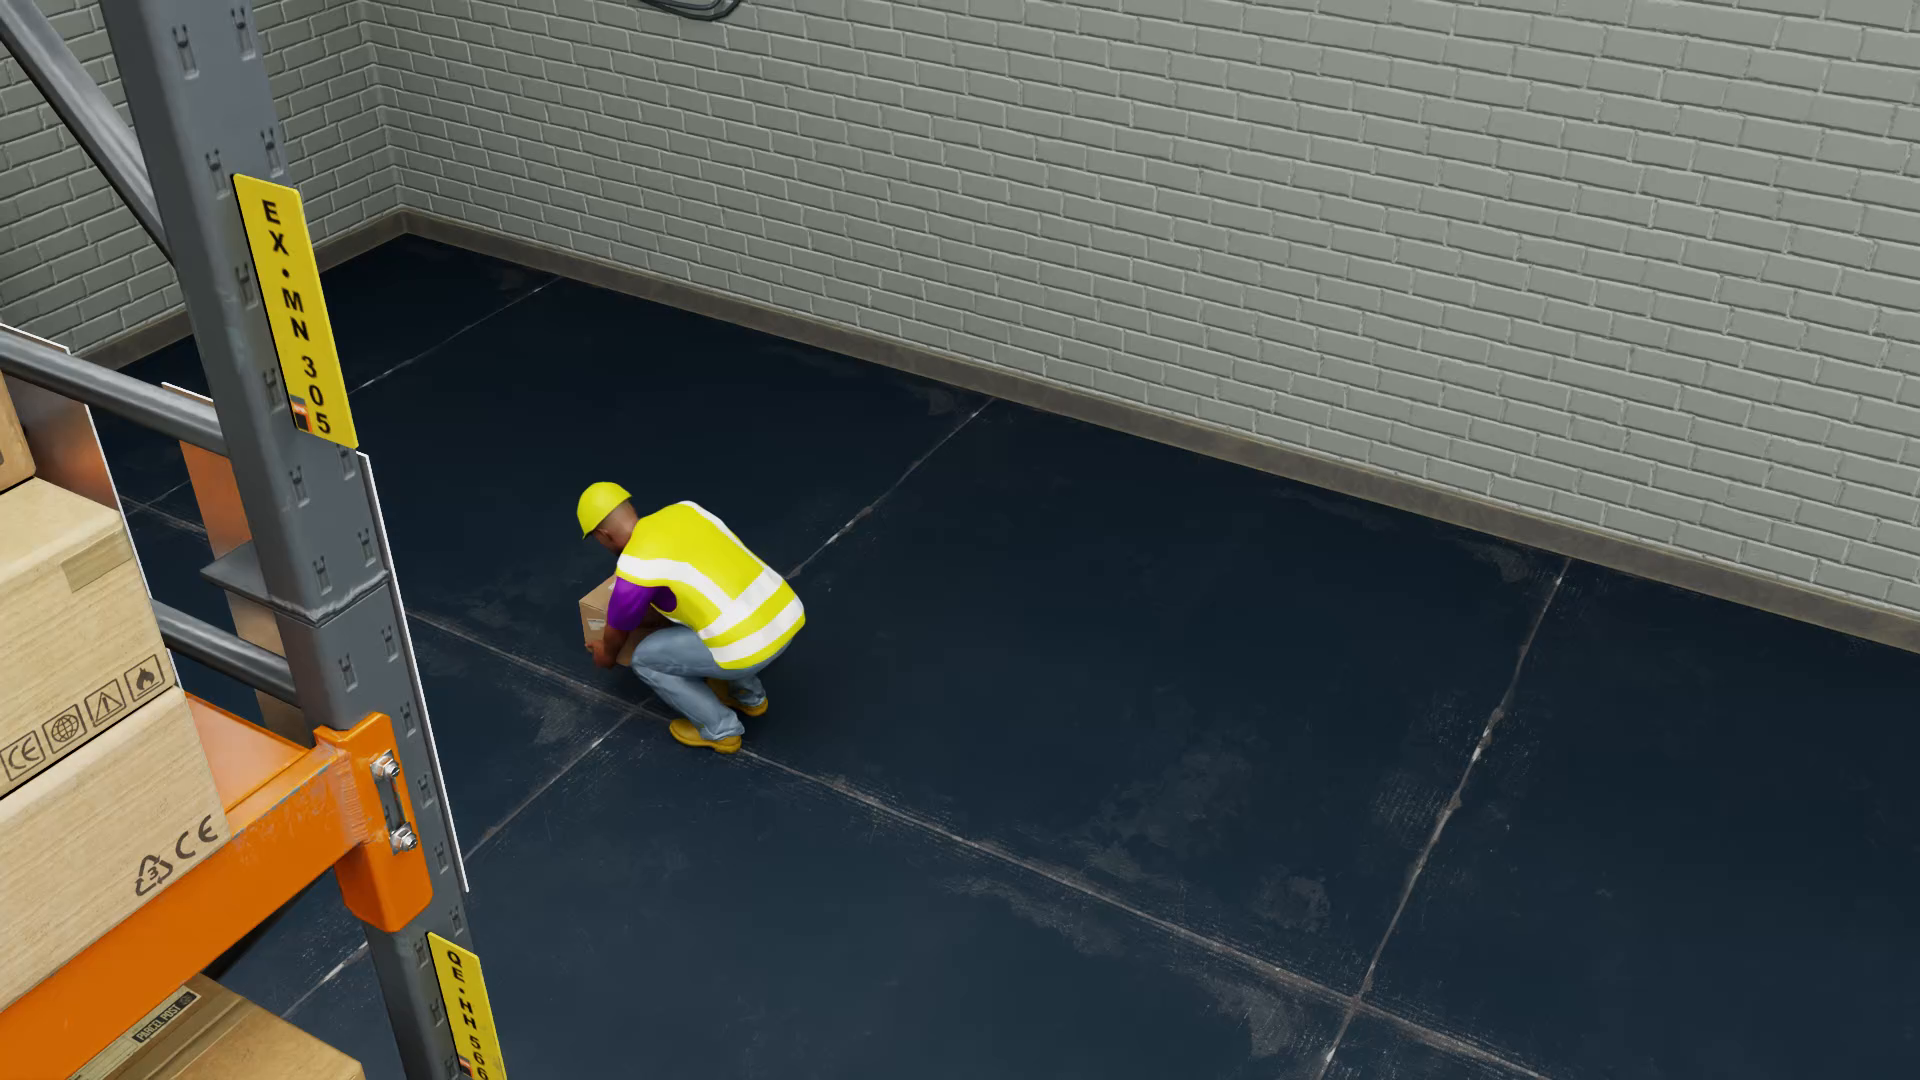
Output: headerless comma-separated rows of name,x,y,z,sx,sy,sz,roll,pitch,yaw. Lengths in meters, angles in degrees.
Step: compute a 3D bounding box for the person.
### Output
person,-1.057,0.283,6.386,0.903,1.011,0.541,17,37,23
